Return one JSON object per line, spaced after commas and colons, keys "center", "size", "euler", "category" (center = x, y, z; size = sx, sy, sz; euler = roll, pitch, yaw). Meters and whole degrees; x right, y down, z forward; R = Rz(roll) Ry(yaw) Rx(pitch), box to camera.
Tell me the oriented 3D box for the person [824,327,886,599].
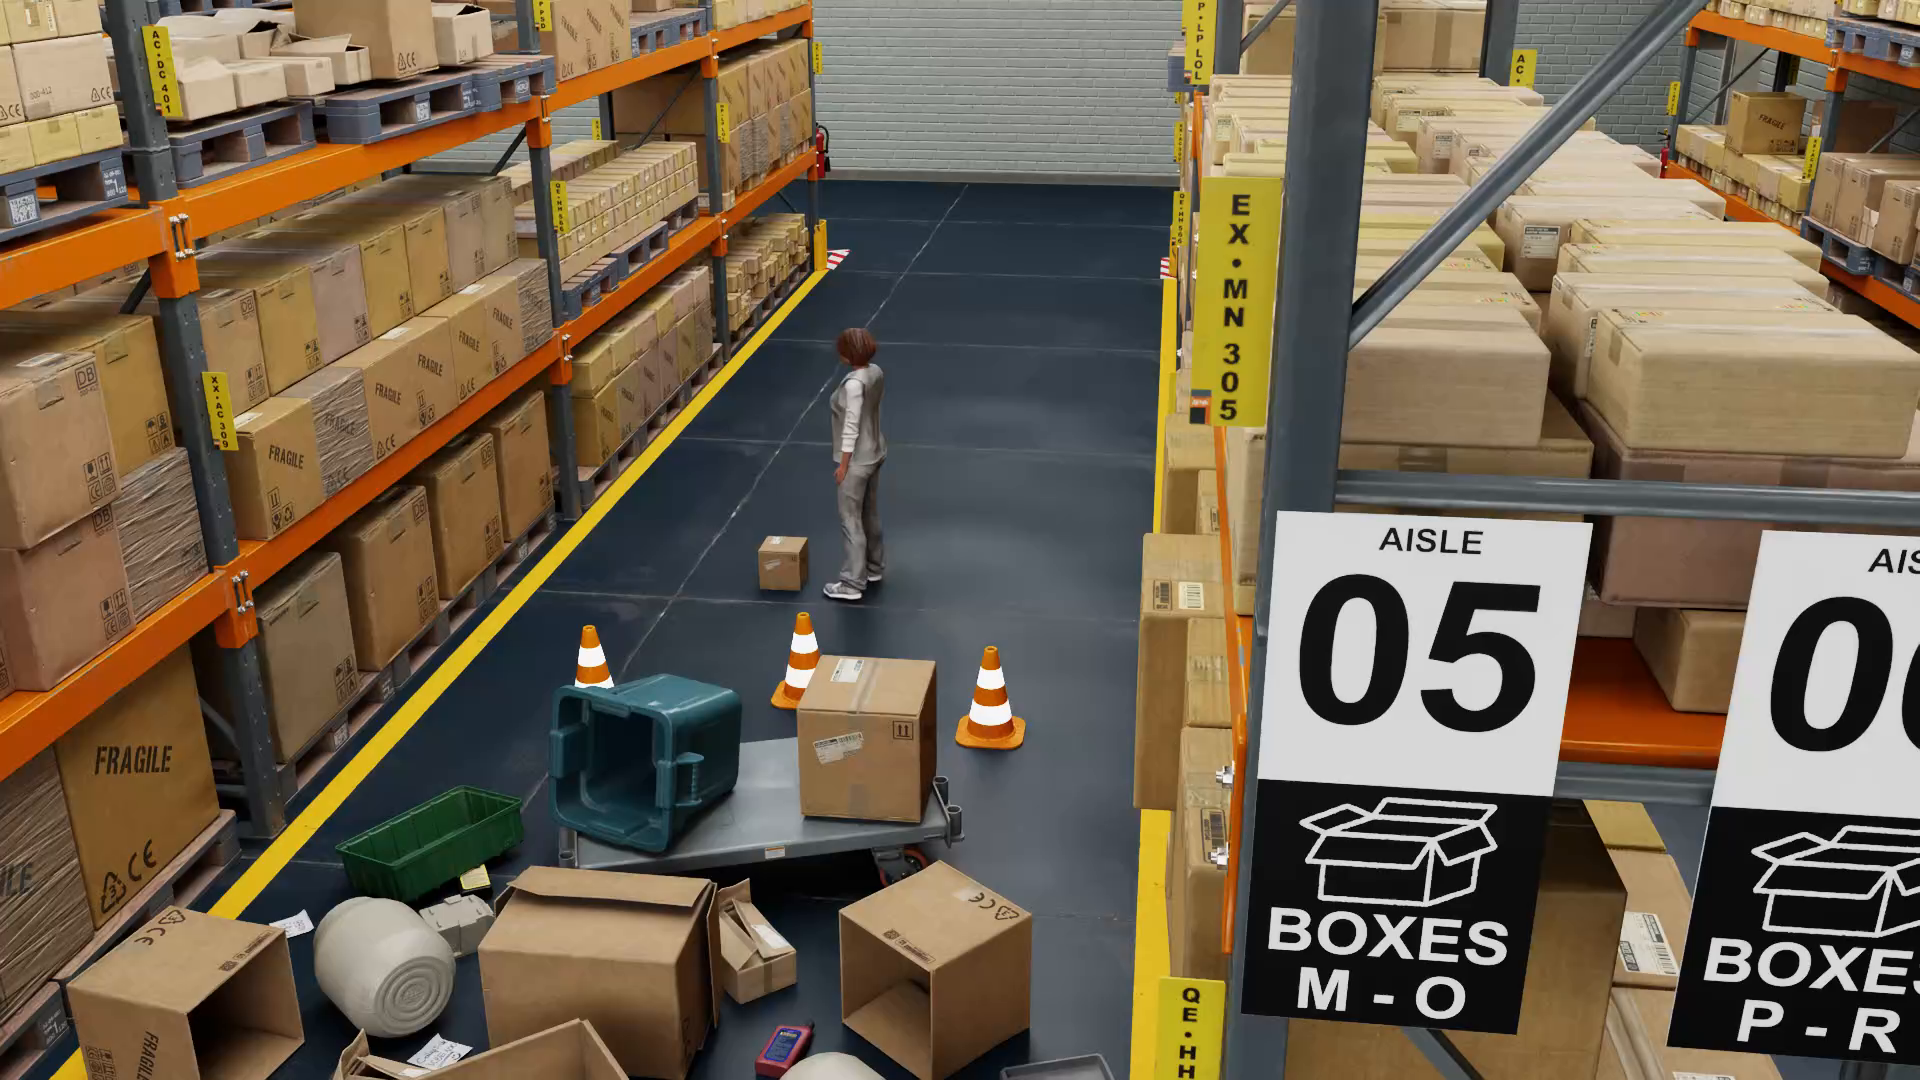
{"center": [-0.614, -0.461, 9.753], "size": [0.334, 1.604, 0.503], "euler": [6, 22, 16], "category": "person"}
